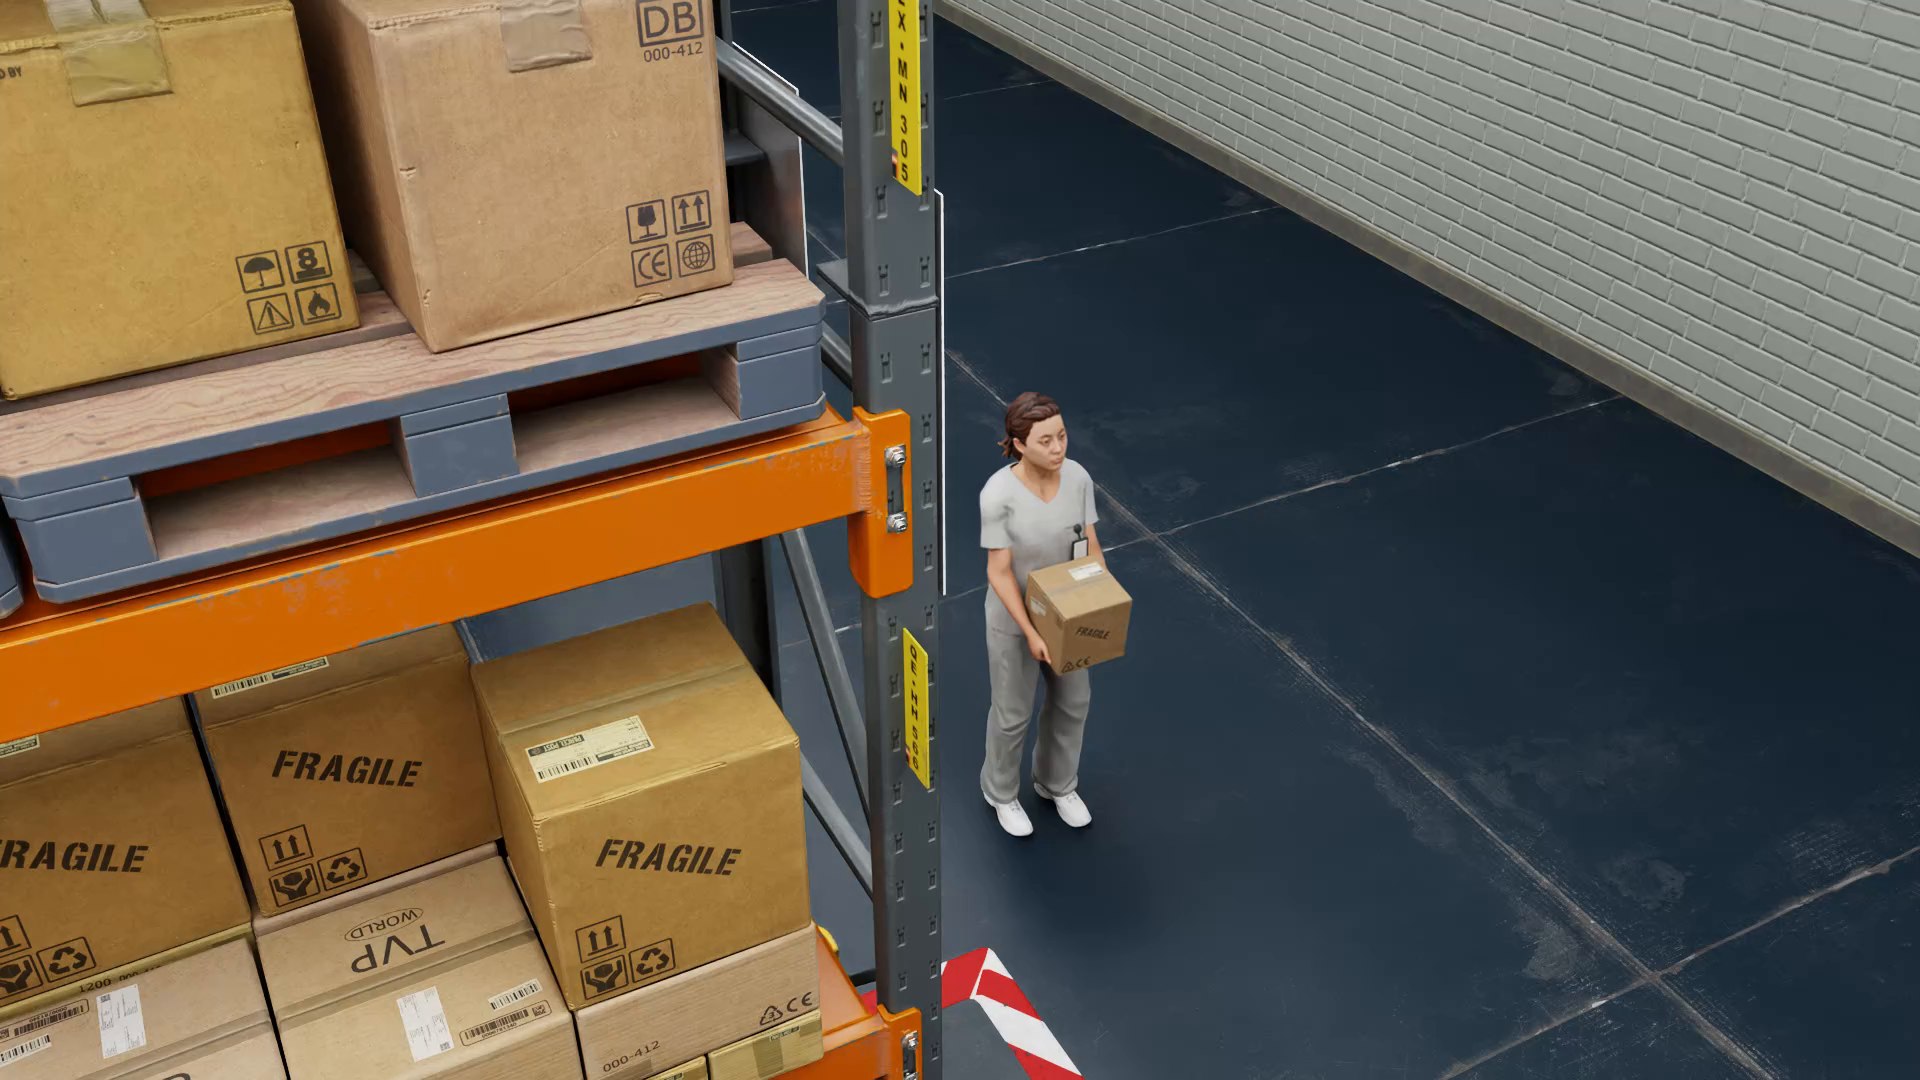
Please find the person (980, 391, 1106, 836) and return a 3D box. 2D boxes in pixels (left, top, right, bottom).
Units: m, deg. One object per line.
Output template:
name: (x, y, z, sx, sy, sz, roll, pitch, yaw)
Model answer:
person: (0.295, 0.303, 5.692, 0.436, 1.660, 0.540, -15, 36, -22)
